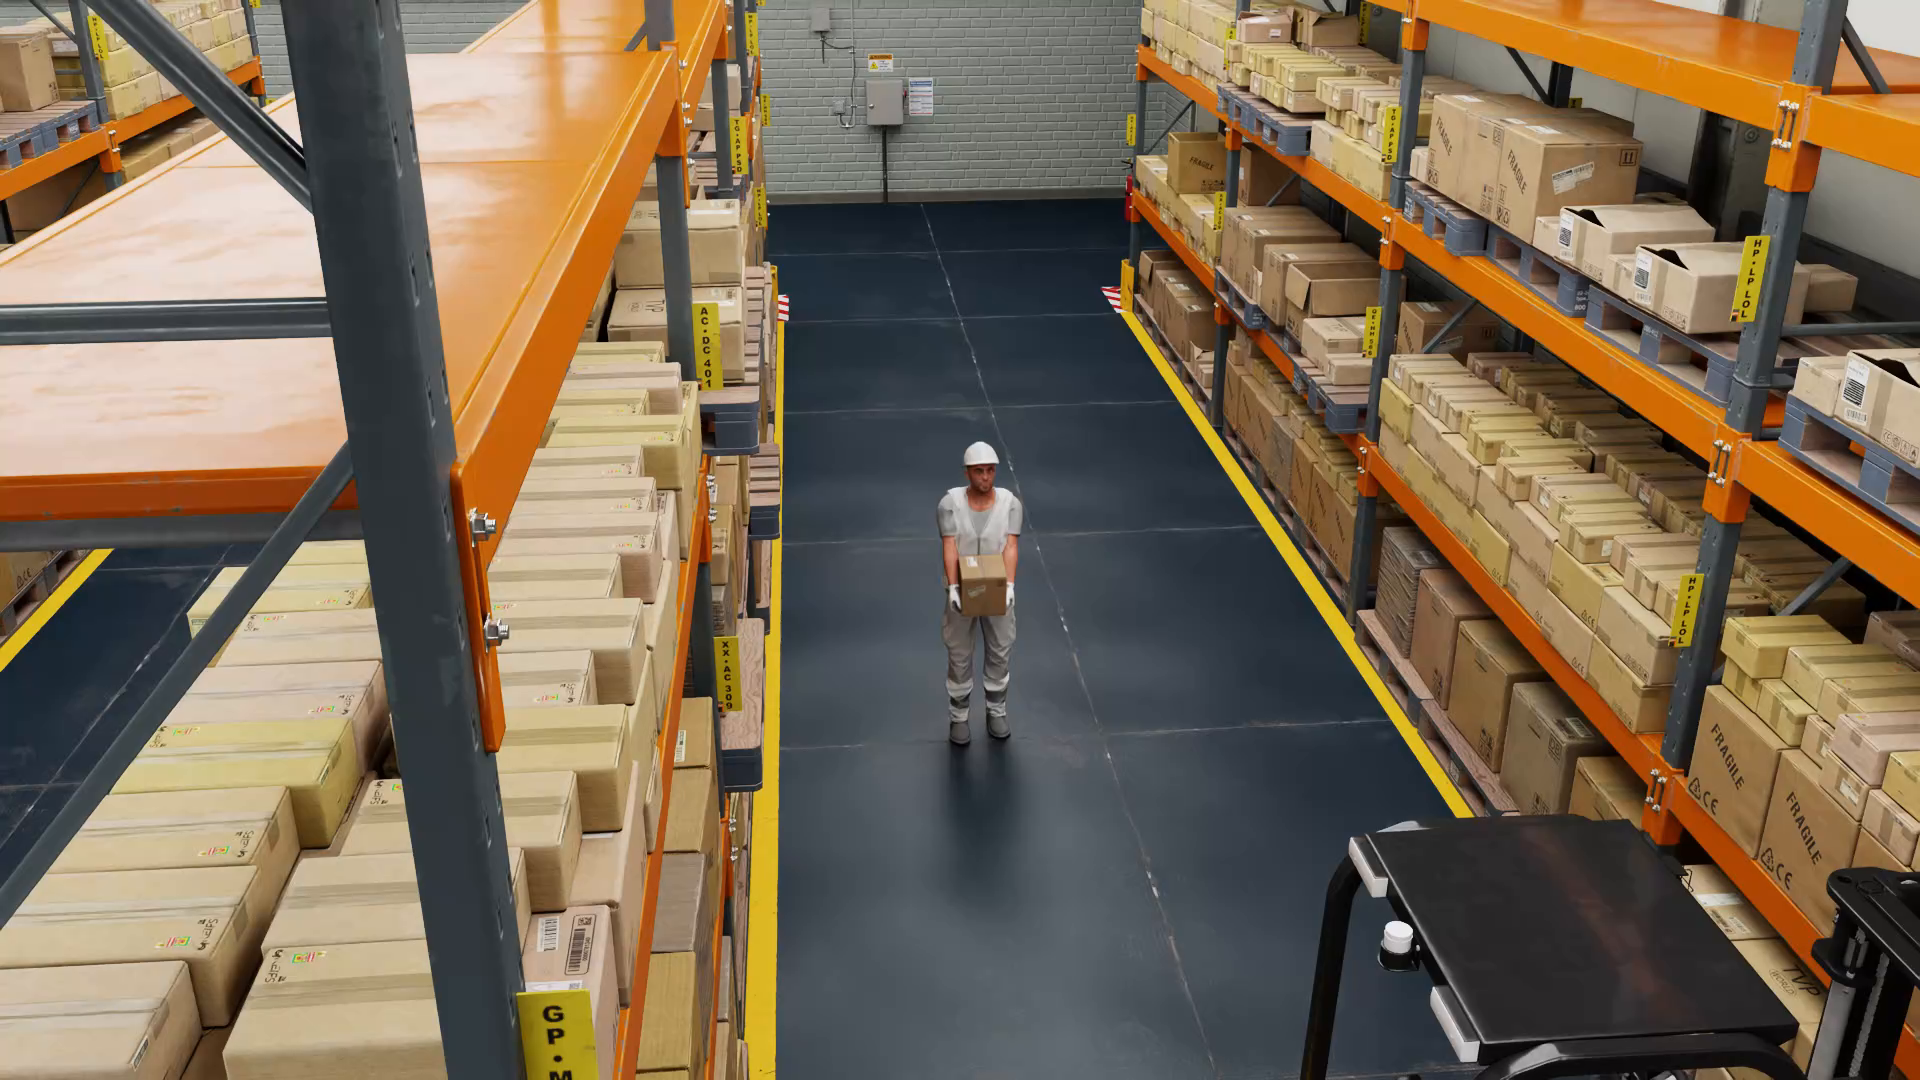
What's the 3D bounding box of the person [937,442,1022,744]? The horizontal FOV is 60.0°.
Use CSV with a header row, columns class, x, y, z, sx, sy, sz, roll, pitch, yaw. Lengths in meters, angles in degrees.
class,x,y,z,sx,sy,sz,roll,pitch,yaw
person,0.123,0.339,9.530,0.493,1.782,0.571,-2,24,-4
